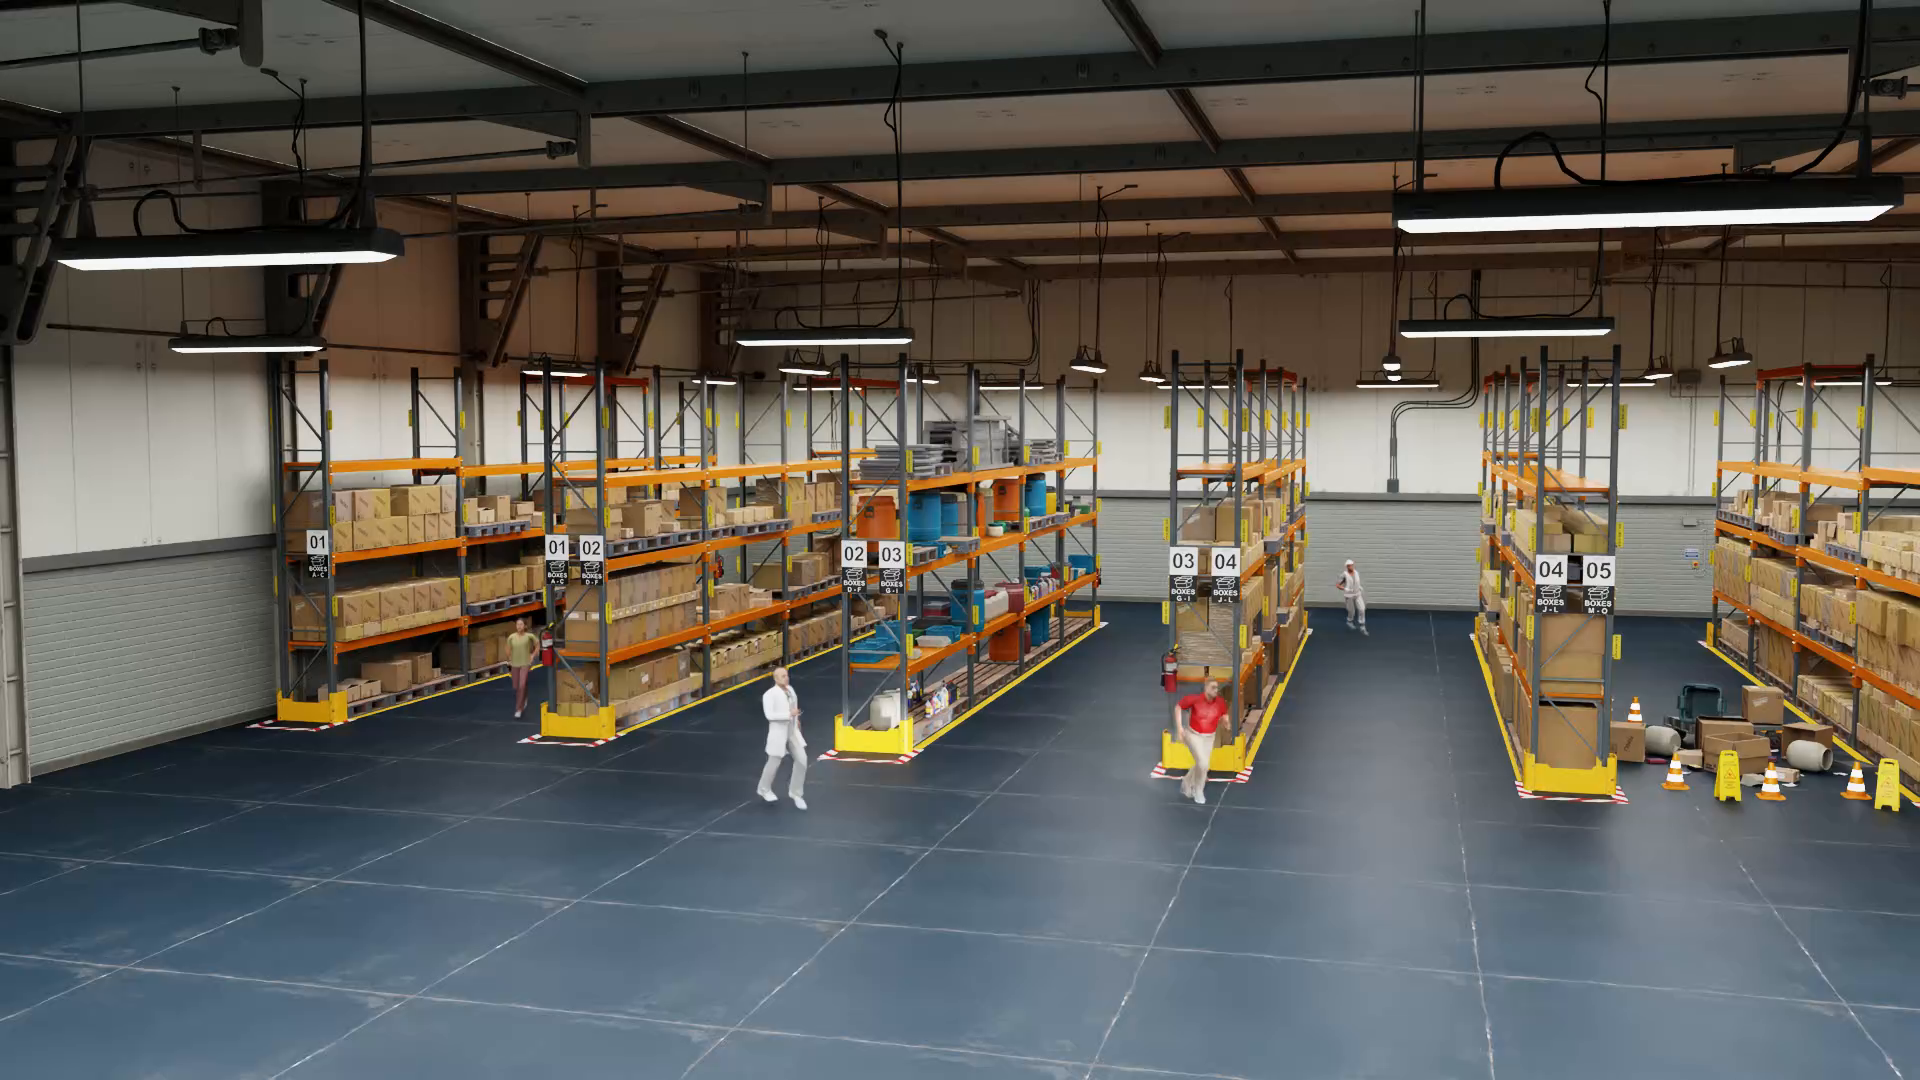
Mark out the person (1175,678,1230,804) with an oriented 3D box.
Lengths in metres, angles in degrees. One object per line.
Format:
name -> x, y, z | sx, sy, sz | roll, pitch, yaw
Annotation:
person -> 3.189, 2.632, 21.854 | 0.668, 1.687, 0.874 | -2, 5, -27

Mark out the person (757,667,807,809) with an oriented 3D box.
person -> -2.301, 2.569, 21.552 | 0.842, 1.850, 0.672 | 4, 6, 44

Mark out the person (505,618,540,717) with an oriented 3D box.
person -> -7.425, 2.132, 28.171 | 0.590, 1.643, 0.880 | 0, 4, -1

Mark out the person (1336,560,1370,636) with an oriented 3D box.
person -> 9.119, 1.328, 38.888 | 0.690, 1.762, 0.924 | -1, 4, -12
